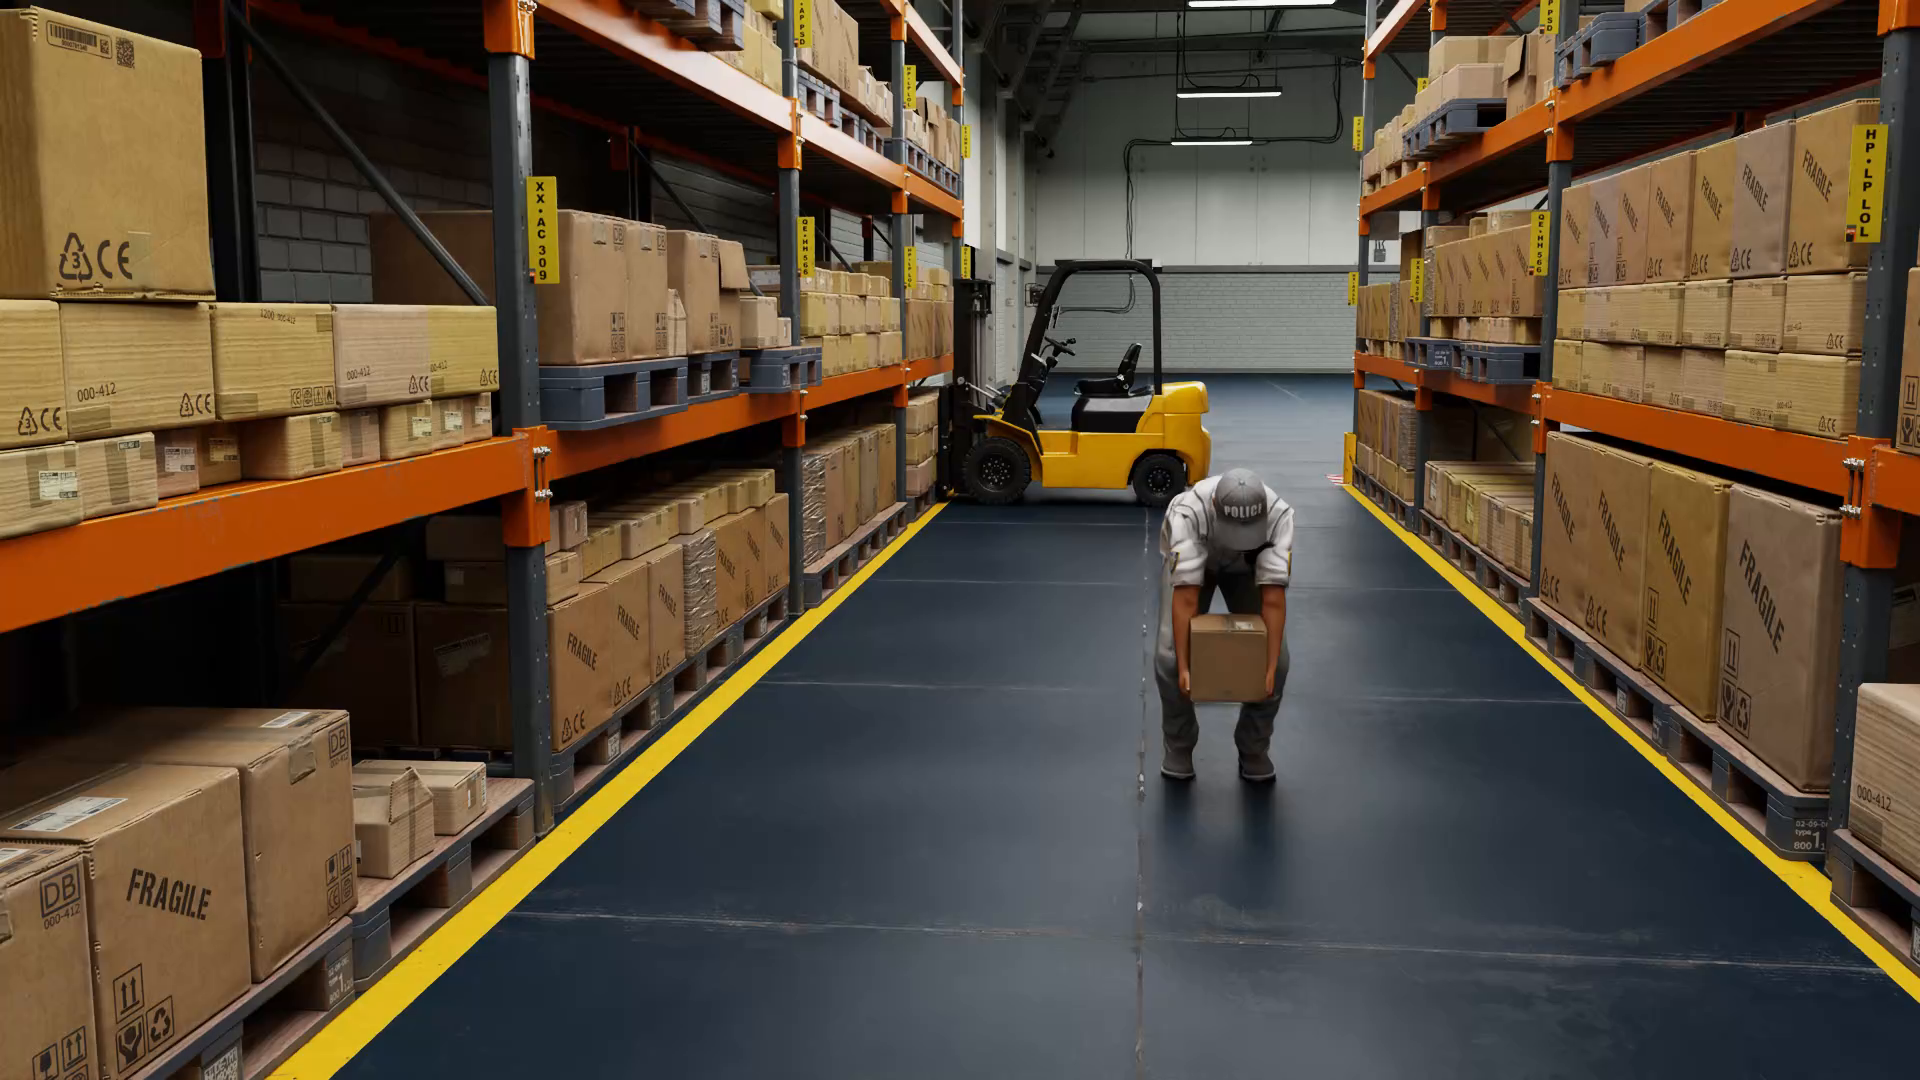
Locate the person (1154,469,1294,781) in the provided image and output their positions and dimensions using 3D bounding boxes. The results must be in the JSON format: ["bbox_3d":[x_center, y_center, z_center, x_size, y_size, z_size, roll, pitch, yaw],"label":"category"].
[{"bbox_3d":[0.939,0.301,5.911,0.488,1.175,0.917,1,8,4],"label":"person"}]
